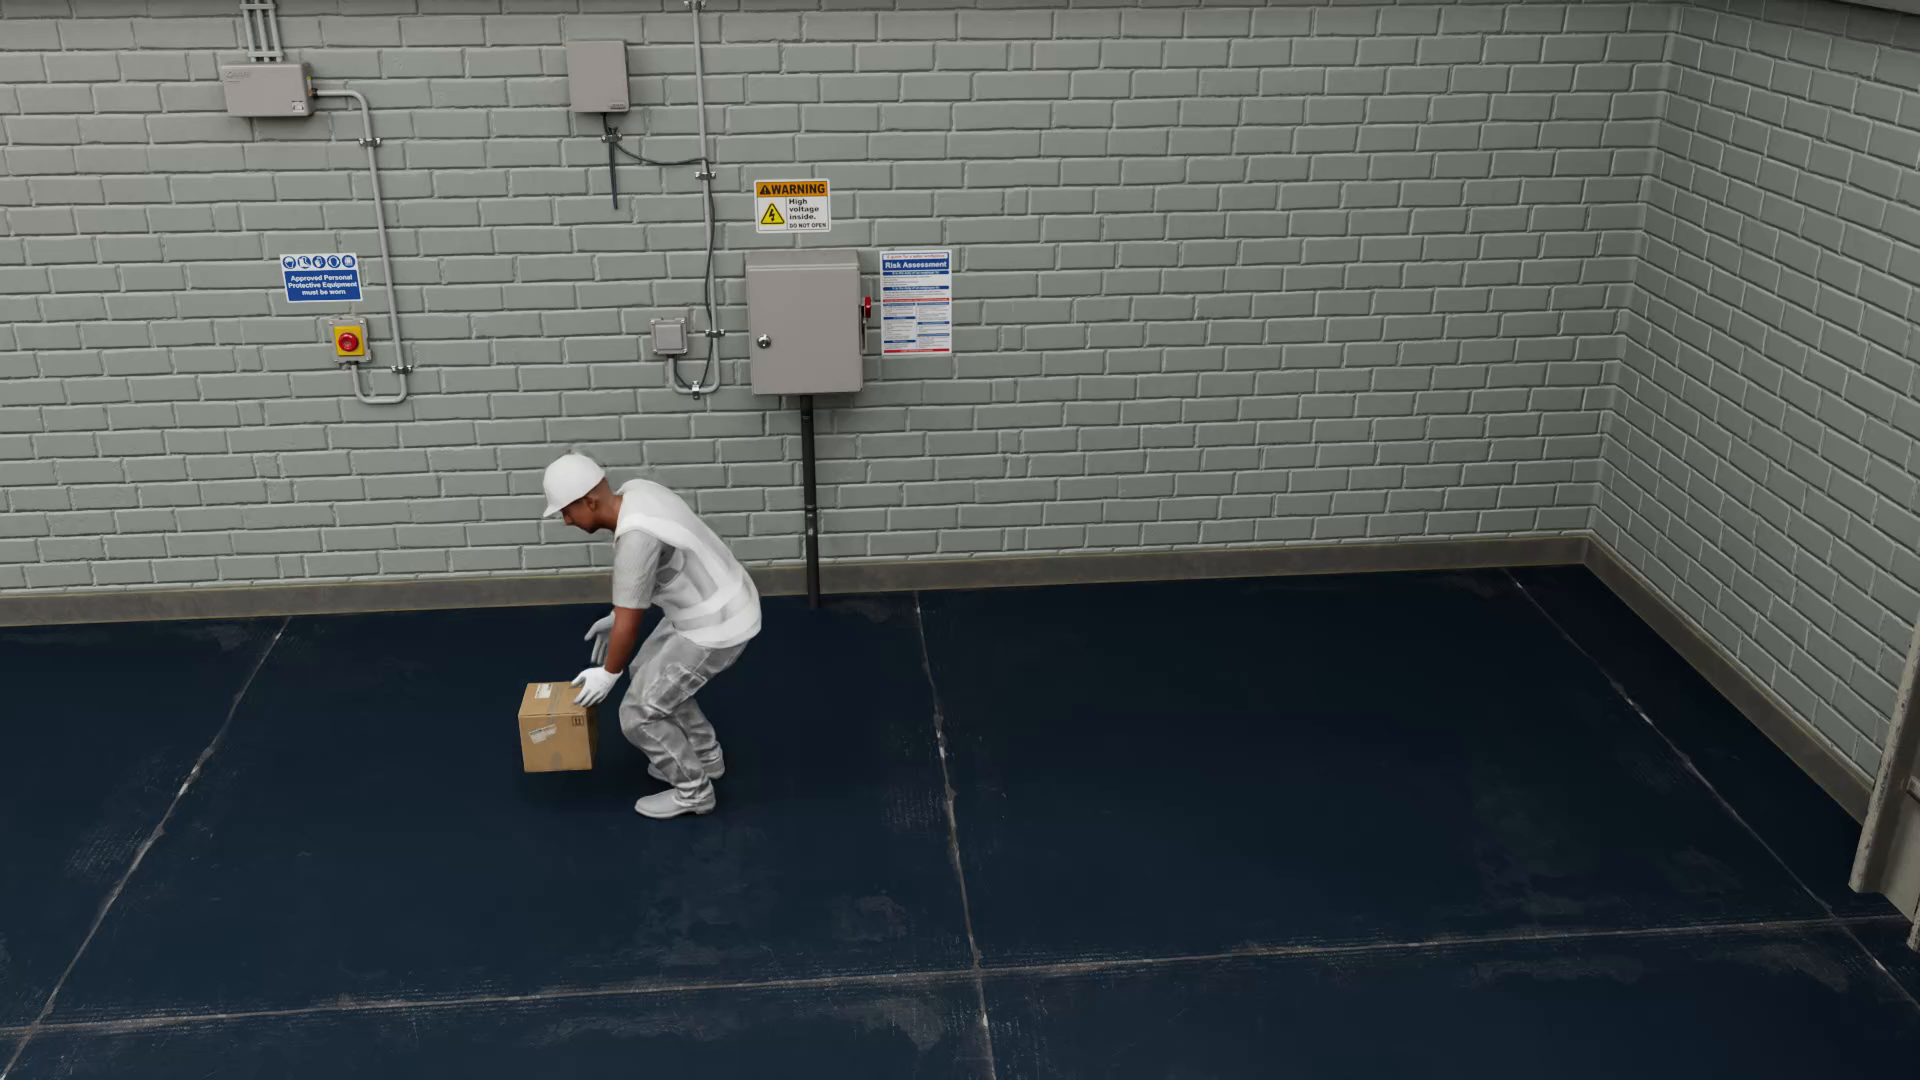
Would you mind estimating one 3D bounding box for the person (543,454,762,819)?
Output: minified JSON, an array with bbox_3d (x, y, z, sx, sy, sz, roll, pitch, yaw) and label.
[{"bbox_3d":[-1.117,0.349,6.203,0.755,1.441,0.612,-2,24,-5],"label":"person"}]
